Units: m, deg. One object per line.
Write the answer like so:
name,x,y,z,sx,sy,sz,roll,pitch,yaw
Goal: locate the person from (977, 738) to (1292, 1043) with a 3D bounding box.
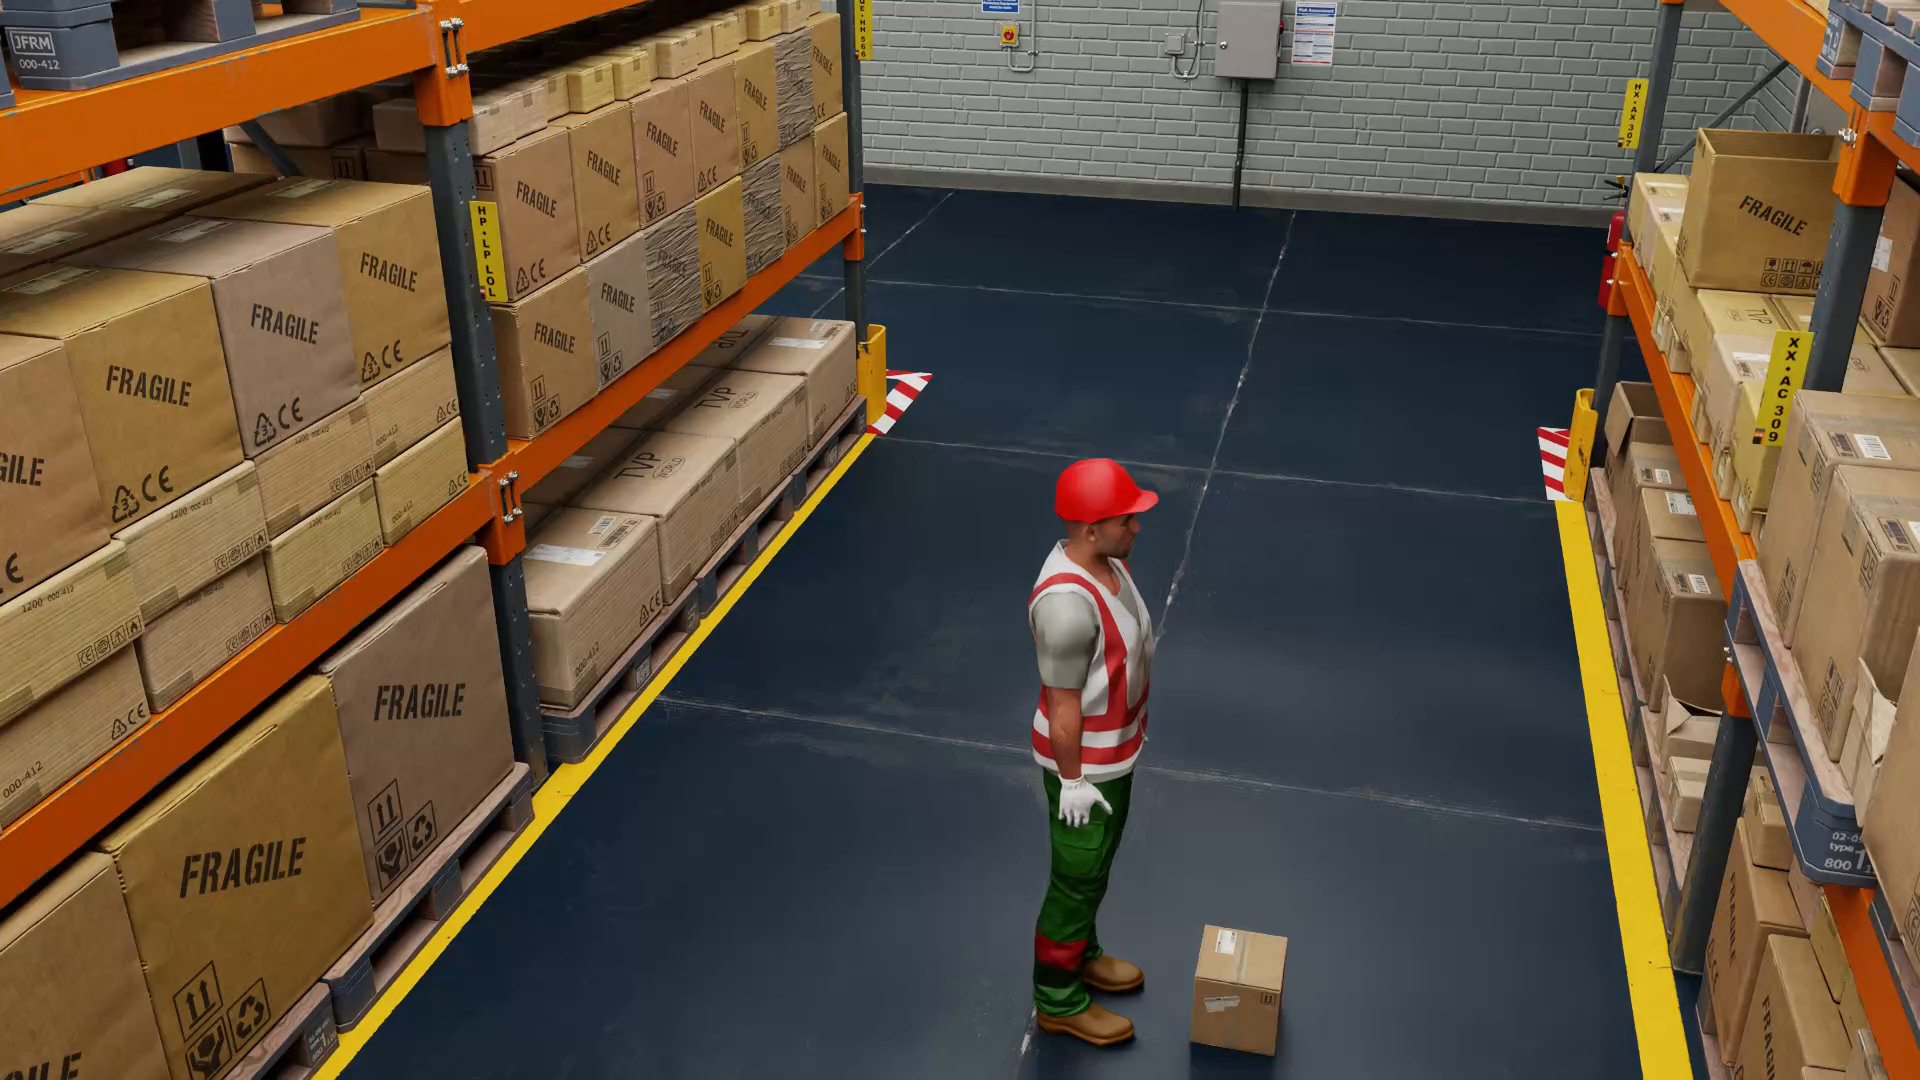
person,0.505,0.992,4.950,0.882,0.954,0.573,6,26,13
